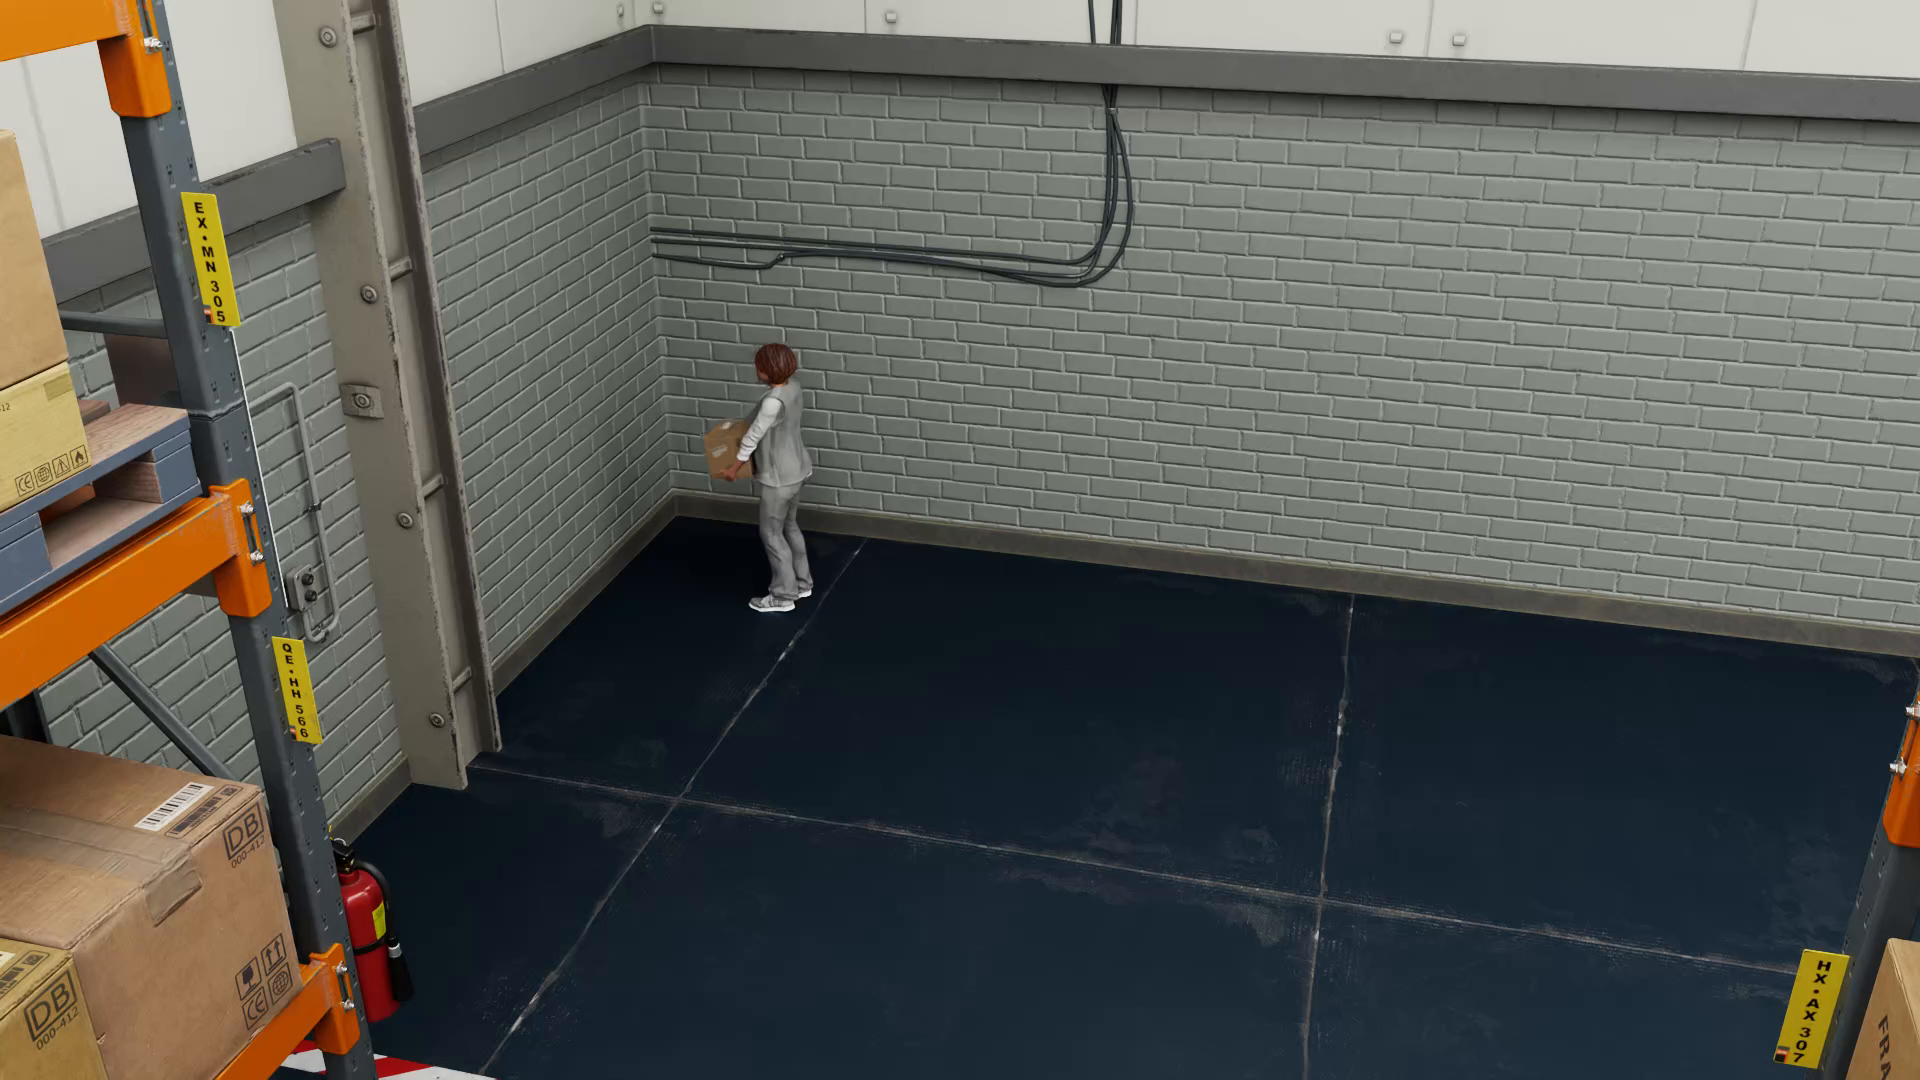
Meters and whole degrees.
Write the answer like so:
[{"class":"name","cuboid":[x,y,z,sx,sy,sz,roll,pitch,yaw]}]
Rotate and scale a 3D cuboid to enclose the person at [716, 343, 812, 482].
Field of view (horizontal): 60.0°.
[{"class":"person","cuboid":[-1.092,-0.718,9.194,0.492,0.797,0.375,6,26,12]}]
